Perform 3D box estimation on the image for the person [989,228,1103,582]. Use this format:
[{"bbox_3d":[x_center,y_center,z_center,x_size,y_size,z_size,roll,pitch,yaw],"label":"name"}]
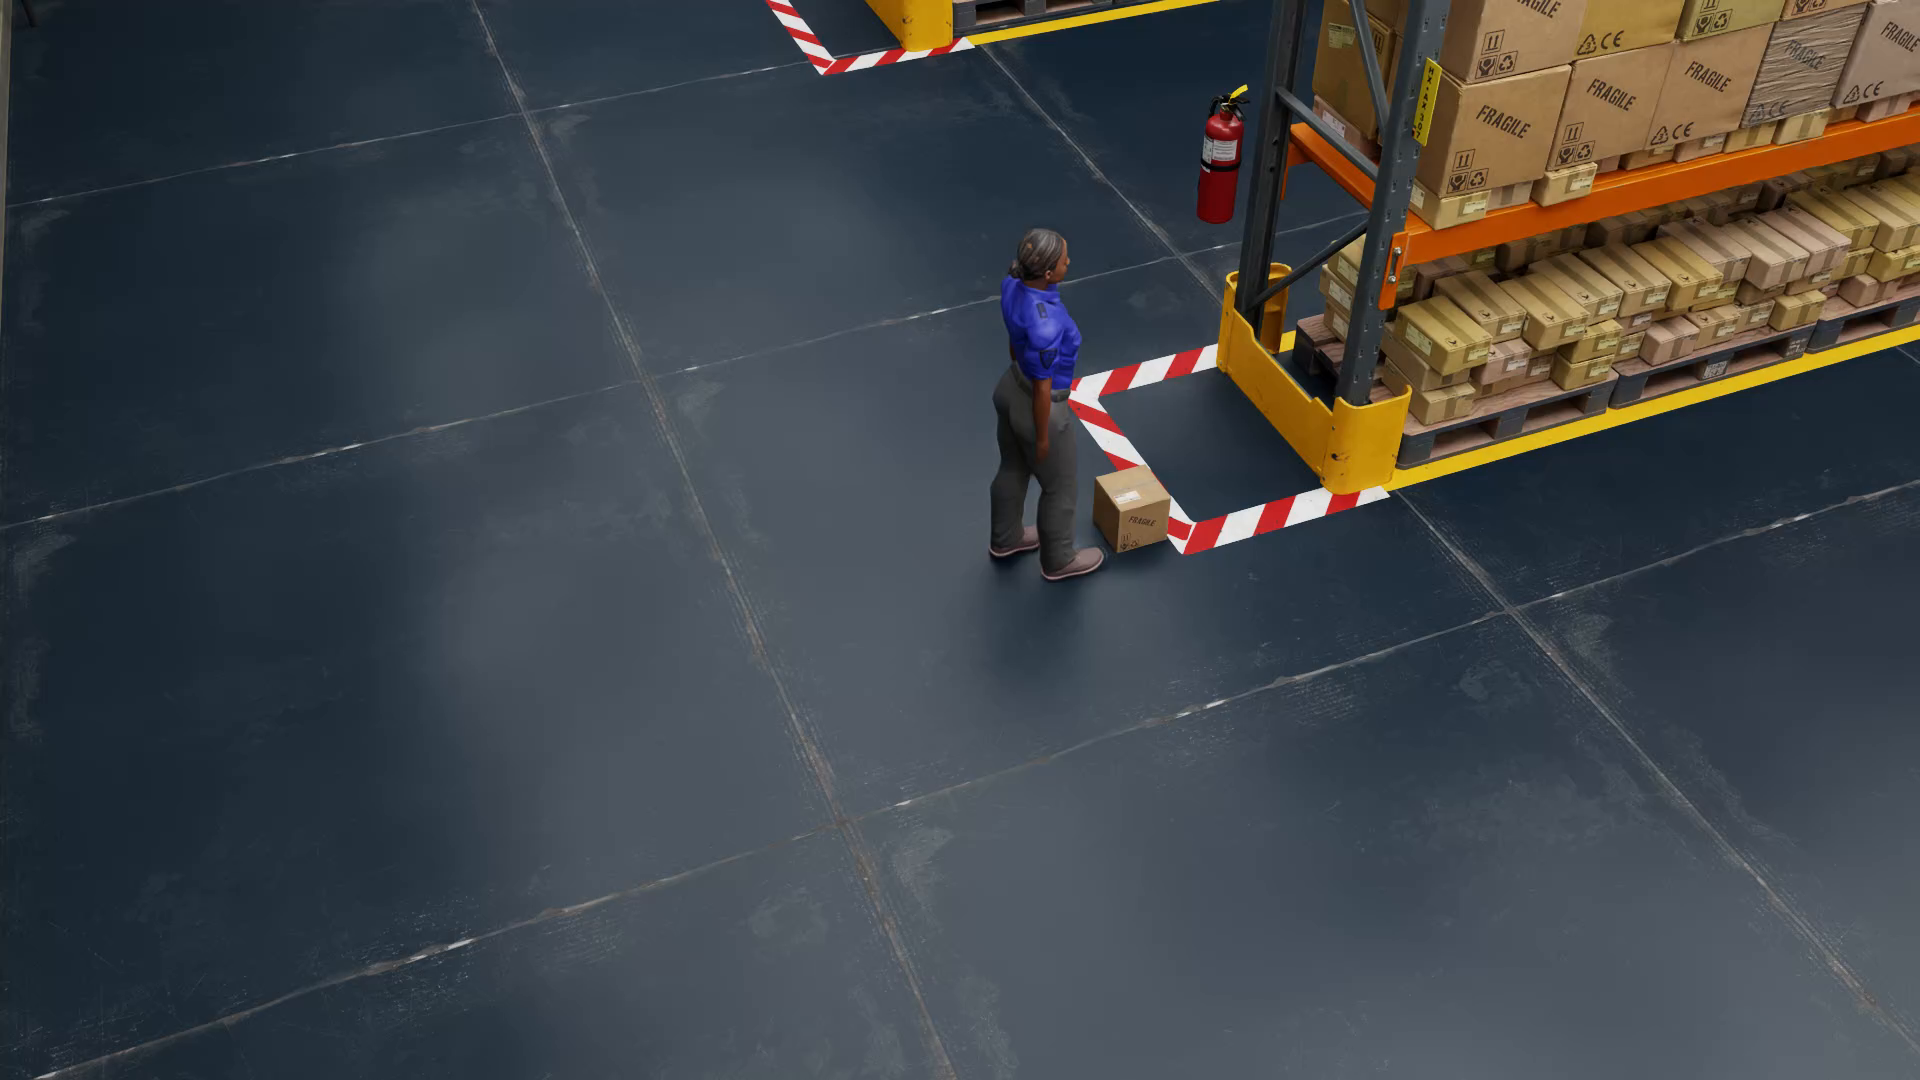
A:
[{"bbox_3d":[0.363,-0.561,6.784,0.452,1.657,0.449,-15,44,-16],"label":"person"}]
